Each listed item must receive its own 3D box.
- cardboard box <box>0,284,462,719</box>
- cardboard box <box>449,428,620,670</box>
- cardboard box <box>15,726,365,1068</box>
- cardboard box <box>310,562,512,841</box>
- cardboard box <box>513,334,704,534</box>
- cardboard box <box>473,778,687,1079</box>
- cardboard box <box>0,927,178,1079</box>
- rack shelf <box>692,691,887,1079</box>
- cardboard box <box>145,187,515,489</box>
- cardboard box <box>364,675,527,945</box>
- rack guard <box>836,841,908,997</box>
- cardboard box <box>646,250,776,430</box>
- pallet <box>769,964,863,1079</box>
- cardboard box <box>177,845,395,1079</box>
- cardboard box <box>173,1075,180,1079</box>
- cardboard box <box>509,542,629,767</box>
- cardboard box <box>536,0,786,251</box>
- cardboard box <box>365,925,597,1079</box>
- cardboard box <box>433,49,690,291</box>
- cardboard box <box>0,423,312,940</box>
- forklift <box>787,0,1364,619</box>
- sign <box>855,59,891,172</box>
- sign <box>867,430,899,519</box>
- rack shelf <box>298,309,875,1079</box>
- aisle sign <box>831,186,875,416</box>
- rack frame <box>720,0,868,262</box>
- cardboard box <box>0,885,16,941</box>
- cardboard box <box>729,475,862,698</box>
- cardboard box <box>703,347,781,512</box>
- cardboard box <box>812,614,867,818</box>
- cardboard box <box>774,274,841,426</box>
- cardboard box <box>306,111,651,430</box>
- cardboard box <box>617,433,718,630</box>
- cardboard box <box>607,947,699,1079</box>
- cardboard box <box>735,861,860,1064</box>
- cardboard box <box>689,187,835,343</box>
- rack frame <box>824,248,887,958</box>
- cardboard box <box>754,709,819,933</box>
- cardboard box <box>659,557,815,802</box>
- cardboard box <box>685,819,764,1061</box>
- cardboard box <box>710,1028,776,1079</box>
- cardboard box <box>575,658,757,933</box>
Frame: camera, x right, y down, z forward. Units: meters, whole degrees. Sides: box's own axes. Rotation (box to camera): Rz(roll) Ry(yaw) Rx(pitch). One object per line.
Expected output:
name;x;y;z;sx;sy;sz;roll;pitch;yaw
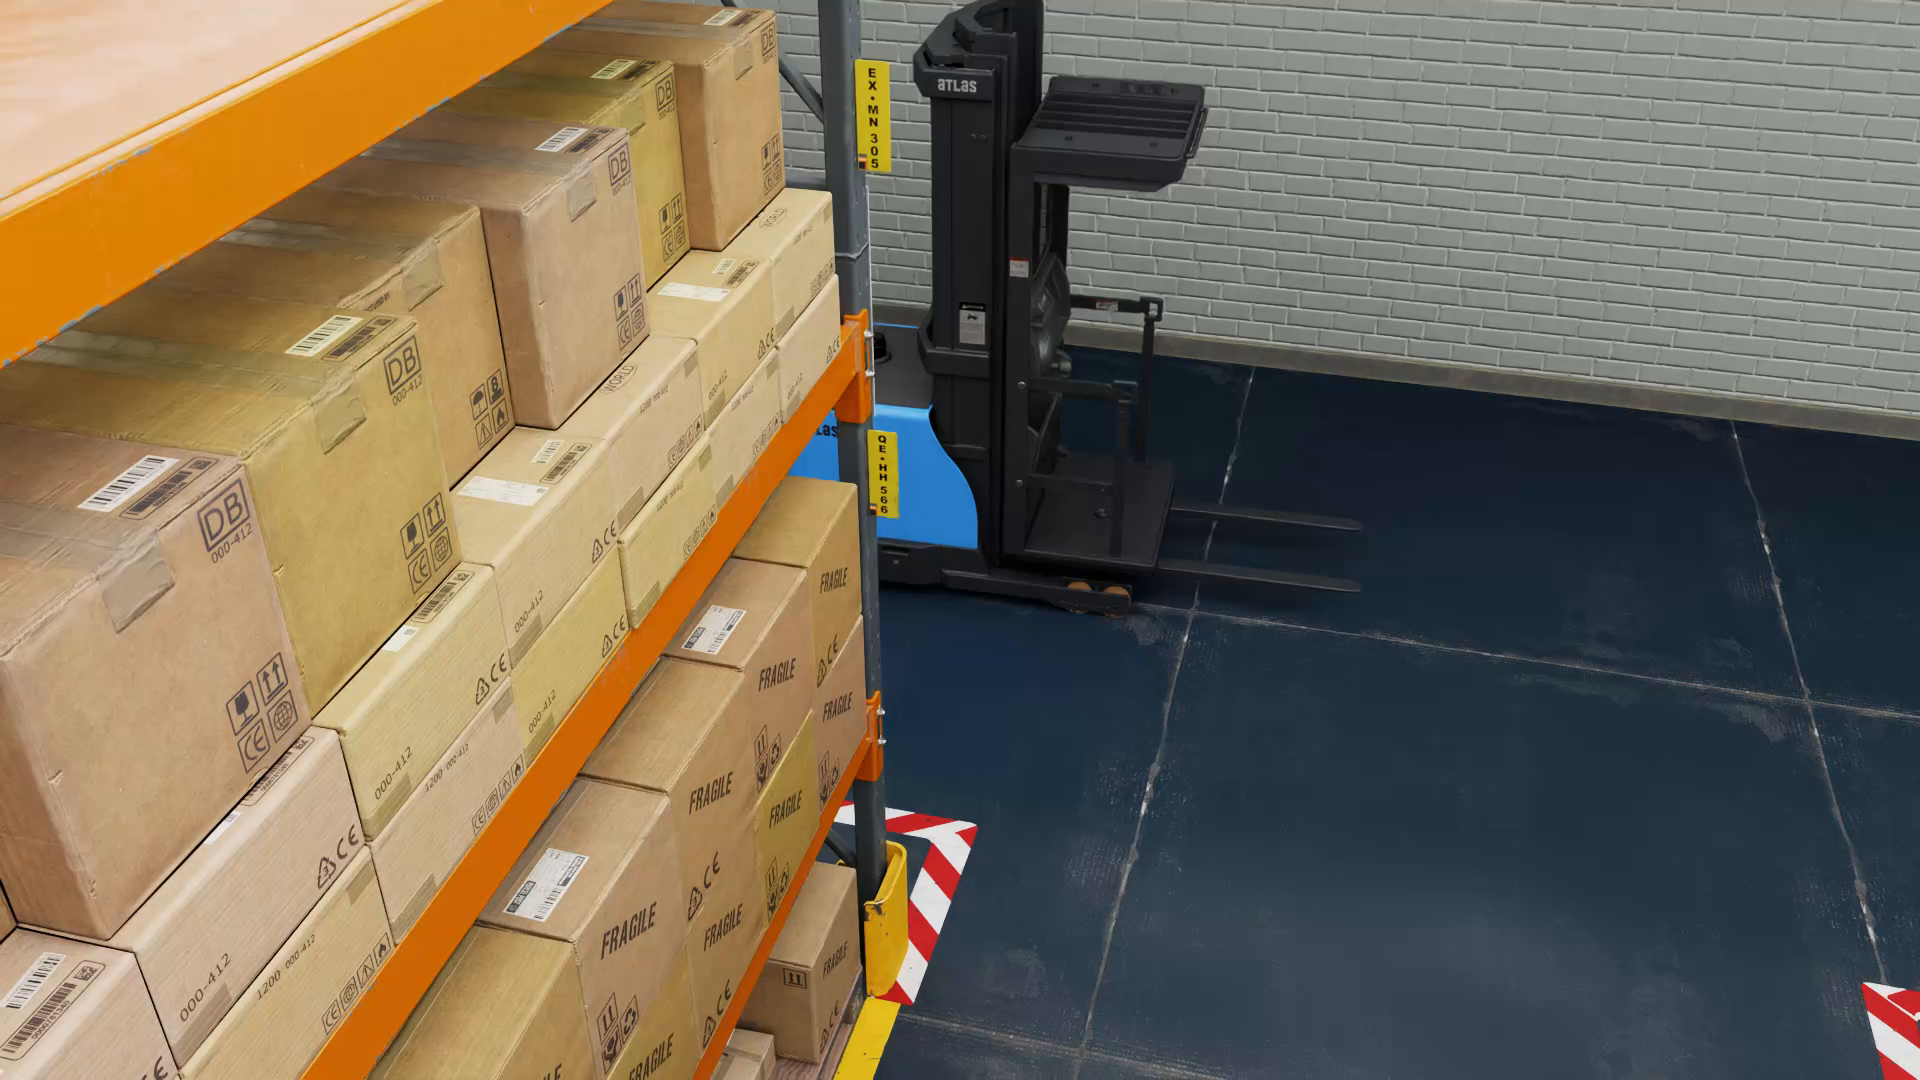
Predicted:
cardboard box;-1.328;-0.091;2.846;0.700;0.500;0.500;8;33;12
cardboard box;-1.045;-0.012;3.421;0.500;0.250;0.500;8;33;12
cardboard box;-1.310;0.505;2.607;0.500;0.250;0.500;8;33;12
cardboard box;-1.172;0.247;3.013;0.500;0.250;0.500;8;33;12
cardboard box;-0.925;-0.273;3.830;0.500;0.250;0.500;8;33;12
cardboard box;-1.016;0.924;4.045;0.500;0.500;0.500;9;34;14
cardboard box;-1.435;0.765;2.199;0.500;0.250;0.500;8;33;12
rack shelf;-1.292;1.663;4.579;1.077;0.370;4.000;8;33;12
cardboard box;-1.348;-0.371;3.287;0.700;0.500;0.500;8;33;12
cardboard box;-1.177;0.458;3.148;0.500;0.250;0.500;8;33;12
rack guard;-0.803;1.416;6.627;1.175;0.500;0.348;8;33;12
cardboard box;-0.794;-0.532;4.238;0.500;0.250;0.500;8;33;12
pallet;-1.005;1.951;6.054;1.003;0.211;1.213;8;33;12
cardboard box;-1.305;0.717;2.740;0.500;0.250;0.500;8;33;12
cardboard box;-1.436;0.976;2.333;0.500;0.250;0.500;8;33;12
cardboard box;-1.054;0.198;3.557;0.500;0.250;0.500;8;33;12
cardboard box;-0.899;-1.140;4.496;0.700;0.500;0.500;8;33;12
cardboard box;-1.146;1.192;3.624;0.500;0.500;0.500;7;33;11
cardboard box;-1.107;-0.892;4.106;0.700;0.500;0.500;8;33;12
cardboard box;-1.449;0.169;2.437;0.700;0.500;0.500;8;33;12
forklift;0.645;-1.141;8.383;3.031;2.935;1.130;7;33;11
sign;-0.252;-1.232;4.841;0.100;0.325;0.005;8;33;12
sign;-0.252;-0.215;5.488;0.100;0.325;0.005;8;33;12
rack shelf;-1.292;0.397;3.774;1.077;0.370;4.000;8;33;12
aisle sign;-0.470;-0.770;5.311;0.394;0.787;0.004;8;33;12
rack frame;-0.784;-2.211;4.409;1.000;3.000;0.127;8;33;12
cardboard box;-1.713;0.409;2.059;0.700;0.500;0.500;8;33;12
cardboard box;-0.631;0.125;5.301;0.500;0.500;0.500;8;33;12
cardboard box;-0.797;-0.321;4.372;0.500;0.250;0.500;8;33;12
cardboard box;-0.634;0.548;5.568;0.500;0.500;0.500;9;34;14
cardboard box;-0.659;-0.579;4.778;0.500;0.250;0.500;8;33;12
cardboard box;-1.131;-0.618;3.675;0.700;0.500;0.500;8;33;12
cardboard box;-0.911;-0.060;3.962;0.500;0.250;0.500;8;33;12
cardboard box;-1.023;1.338;4.326;0.500;0.500;0.500;8;33;12
cardboard box;-0.684;1.506;6.075;0.500;0.500;0.500;8;33;12
cardboard box;-0.668;-0.791;4.646;0.500;0.250;0.500;8;33;12
rack frame;-0.784;0.321;6.019;1.000;3.000;0.127;8;33;12
cardboard box;-0.763;0.818;5.144;0.500;0.500;0.500;8;33;13
cardboard box;-0.758;0.388;4.889;0.500;0.500;0.500;9;34;14
cardboard box;-0.894;1.076;4.738;0.500;0.500;0.500;8;33;13
cardboard box;-0.874;1.845;5.853;0.380;0.166;0.250;8;33;12
cardboard box;-0.885;0.657;4.465;0.500;0.500;0.500;9;34;14
